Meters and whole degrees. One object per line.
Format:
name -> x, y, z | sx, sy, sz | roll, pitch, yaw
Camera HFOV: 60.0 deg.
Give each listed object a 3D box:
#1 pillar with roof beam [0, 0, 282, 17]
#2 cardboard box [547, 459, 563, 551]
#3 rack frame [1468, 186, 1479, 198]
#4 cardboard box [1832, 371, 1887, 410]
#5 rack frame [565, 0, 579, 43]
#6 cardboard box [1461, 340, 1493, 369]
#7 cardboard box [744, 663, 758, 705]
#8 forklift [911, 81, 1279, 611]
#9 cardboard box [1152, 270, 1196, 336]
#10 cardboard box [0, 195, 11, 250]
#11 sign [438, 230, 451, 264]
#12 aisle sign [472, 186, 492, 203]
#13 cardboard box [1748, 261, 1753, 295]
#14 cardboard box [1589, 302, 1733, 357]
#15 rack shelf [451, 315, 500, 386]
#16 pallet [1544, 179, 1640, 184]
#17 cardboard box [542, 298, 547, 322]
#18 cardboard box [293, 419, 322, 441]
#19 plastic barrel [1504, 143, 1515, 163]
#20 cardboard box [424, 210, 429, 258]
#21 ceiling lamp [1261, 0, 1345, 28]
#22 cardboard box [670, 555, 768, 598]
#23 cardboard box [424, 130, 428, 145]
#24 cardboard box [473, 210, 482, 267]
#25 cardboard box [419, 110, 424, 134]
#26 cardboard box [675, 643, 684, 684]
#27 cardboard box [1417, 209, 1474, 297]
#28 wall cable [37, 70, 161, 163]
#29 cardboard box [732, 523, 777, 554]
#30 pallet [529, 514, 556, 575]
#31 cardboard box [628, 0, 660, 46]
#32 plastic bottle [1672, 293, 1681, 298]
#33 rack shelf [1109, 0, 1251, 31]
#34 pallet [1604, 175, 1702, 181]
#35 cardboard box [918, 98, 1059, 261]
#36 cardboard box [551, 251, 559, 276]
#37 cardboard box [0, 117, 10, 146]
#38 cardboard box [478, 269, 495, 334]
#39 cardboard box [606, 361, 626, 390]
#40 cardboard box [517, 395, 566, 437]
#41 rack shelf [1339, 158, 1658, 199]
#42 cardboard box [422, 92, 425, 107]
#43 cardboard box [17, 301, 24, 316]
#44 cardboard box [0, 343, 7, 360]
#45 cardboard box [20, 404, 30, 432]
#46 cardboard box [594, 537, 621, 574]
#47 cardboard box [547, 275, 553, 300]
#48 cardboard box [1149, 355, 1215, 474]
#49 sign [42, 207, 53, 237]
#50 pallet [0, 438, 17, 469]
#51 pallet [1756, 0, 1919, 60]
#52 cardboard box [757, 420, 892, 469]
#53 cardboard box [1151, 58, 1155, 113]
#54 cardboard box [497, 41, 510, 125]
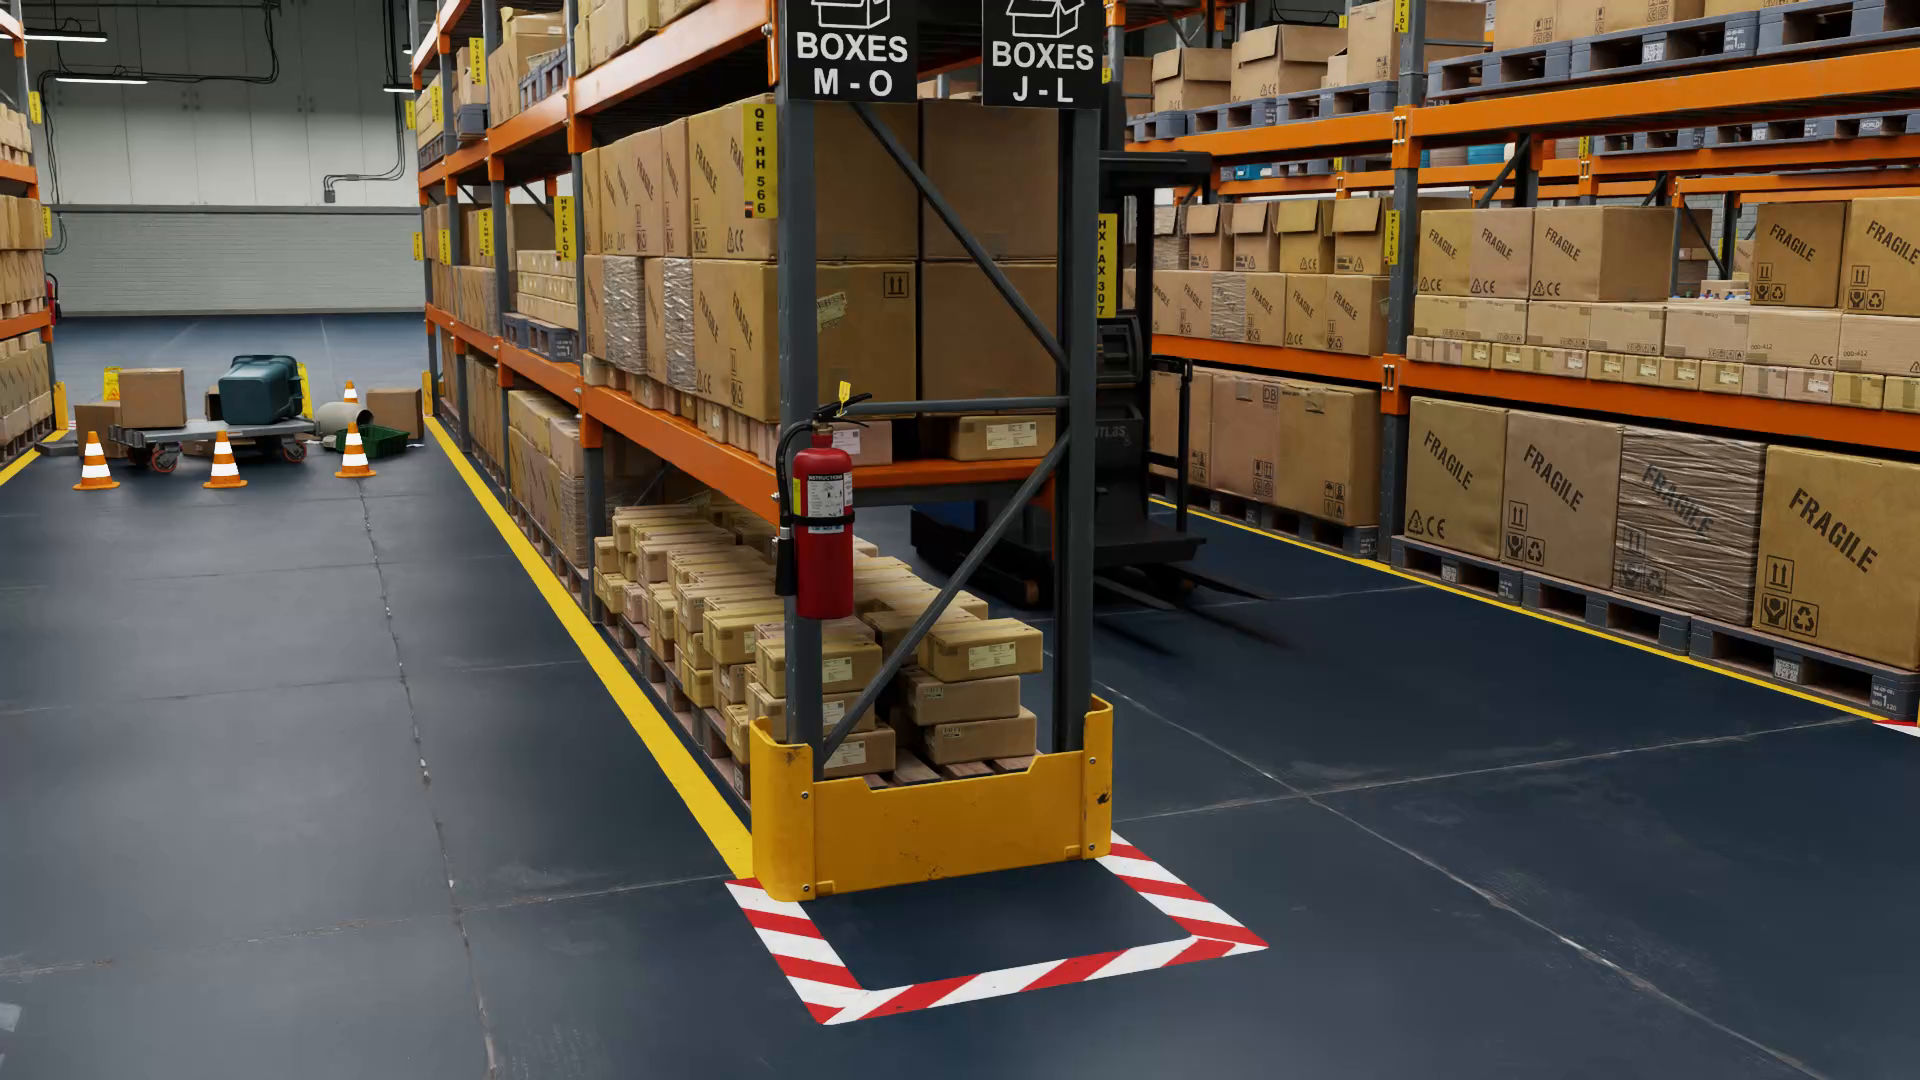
pillar with roof beam -> -22.503, -10.326, 43.775 | 9.100, 9.000, 0.548 | -4, 11, -21
cardboard box -> -2.194, -0.225, 10.060 | 0.500, 0.500, 0.500 | -4, 11, -22
rack frame -> 8.040, -3.946, 25.037 | 1.000, 3.000, 0.127 | -4, 11, -21
cardboard box -> 4.072, -0.662, 7.293 | 0.380, 0.149, 0.250 | -4, 11, -20
rack frame -> -1.506, -4.014, 8.292 | 1.000, 3.000, 0.127 | -4, 11, -21
cardboard box -> 3.142, -1.080, 9.643 | 0.380, 0.149, 0.250 | -4, 11, -19
cardboard box -> -0.558, 0.529, 5.975 | 0.380, 0.149, 0.250 | -4, 11, -22
forklift -> 0.725, -1.146, 9.495 | 1.130, 2.935, 3.031 | -4, 11, -23
cardboard box -> 1.816, -1.880, 13.140 | 0.500, 0.500, 0.500 | -4, 11, -22
cardboard box -> -9.104, -2.894, 15.135 | 0.700, 0.500, 0.500 | -4, 11, -21
sign -> -4.921, -2.796, 15.876 | 0.100, 0.325, 0.005 | -4, 11, -21
aisle sign -> -5.600, -4.330, 19.773 | 0.394, 0.787, 0.004 | -4, 11, -21
cardboard box -> 9.943, -3.130, 20.163 | 0.500, 0.500, 0.500 | -3, 11, -17
cardboard box -> 3.620, -1.091, 8.570 | 0.500, 0.250, 0.500 | -4, 11, -21
rack shelf -> -3.680, -1.686, 14.386 | 1.077, 0.370, 4.000 | -4, 11, -21
pallet -> 8.718, -5.062, 23.002 | 1.003, 0.211, 1.213 | -4, 11, -21
cardboard box -> -2.499, -1.494, 10.774 | 0.380, 0.149, 0.250 | -4, 11, -20
cardboard box -> -6.744, -1.184, 17.318 | 0.396, 0.266, 0.258 | -2, 10, -11
plastic barrel -> 5.642, -3.928, 16.765 | 0.301, 0.262, 0.301 | 0, 10, 0
cardboard box -> -5.756, -3.562, 19.367 | 0.875, 0.550, 0.550 | -4, 11, -21
ceiling lamp -> 6.383, -10.934, 30.527 | 2.000, 3.185, 0.800 | -4, 11, -21
cardboard box -> -1.031, 0.169, 7.145 | 0.380, 0.149, 0.250 | -4, 11, -21
cardboard box -> -5.571, -4.346, 17.956 | 0.380, 0.149, 0.250 | -4, 11, -21
cardboard box -> -4.031, -2.743, 15.137 | 0.700, 0.500, 0.500 | -4, 11, -22
cardboard box -> -5.733, -4.647, 18.508 | 0.500, 0.250, 0.500 | -4, 11, -22
cardboard box -> -0.977, 0.509, 6.933 | 0.380, 0.149, 0.250 | -4, 11, -20
cardboard box -> 3.089, -1.706, 9.885 | 0.500, 0.500, 0.500 | -4, 11, -21
wall cable -> -23.829, -11.747, 46.209 | 3.097, 2.526, 0.112 | -4, 11, -21
cardboard box -> -0.886, 0.012, 8.032 | 0.380, 0.149, 0.250 | -4, 11, -19
pallet -> -2.235, -0.014, 10.897 | 1.003, 0.211, 1.213 | -4, 11, -21
cardboard box -> -1.037, -2.118, 6.627 | 0.500, 0.250, 0.500 | -3, 11, -18
plastic bottle -> 6.417, -2.079, 14.912 | 0.097, 0.271, 0.097 | 0, 10, 0
rack shelf -> 2.429, -4.088, 11.902 | 1.077, 0.370, 4.000 | -4, 11, -21
pallet -> 9.156, -4.863, 21.885 | 1.003, 0.211, 1.213 | -4, 11, -21
cardboard box -> 0.029, -1.186, 5.531 | 0.500, 0.500, 0.500 | -4, 11, -21
cardboard box -> -2.305, -1.702, 10.245 | 0.380, 0.149, 0.250 | -4, 11, -23
cardboard box -> -9.436, -3.923, 15.922 | 0.500, 0.250, 0.500 | -4, 11, -20
cardboard box -> -3.548, -1.901, 13.255 | 0.500, 0.500, 0.500 | -4, 11, -21
cardboard box -> -1.545, -0.832, 8.252 | 0.380, 0.149, 0.250 | -4, 11, -19
cardboard box -> -2.747, -0.848, 11.420 | 0.500, 0.250, 0.500 | -4, 11, -22
rack shelf -> 5.596, -3.775, 17.567 | 1.077, 0.370, 4.000 | -4, 11, -21
cardboard box -> -5.570, -4.739, 17.886 | 0.380, 0.149, 0.250 | -4, 11, -22
cardboard box -> -9.567, -2.313, 16.576 | 0.380, 0.149, 0.250 | -4, 11, -21
cardboard box -> -8.933, -1.715, 15.155 | 0.380, 0.149, 0.250 | -4, 11, -20
cardboard box -> -9.342, -1.175, 16.113 | 0.500, 0.250, 0.500 | -4, 11, -22
cardboard box -> -1.672, 0.069, 8.557 | 0.380, 0.149, 0.250 | -3, 11, -18
cardboard box -> -2.398, -1.597, 10.504 | 0.380, 0.149, 0.250 | -3, 11, -19
cardboard box -> 1.935, -1.058, 13.673 | 1.225, 0.875, 0.875 | -4, 11, -24
sign -> -9.907, -3.446, 18.021 | 0.100, 0.325, 0.005 | -4, 11, -21
pallet -> -9.258, -0.770, 15.147 | 1.003, 0.211, 1.213 | -4, 11, -21
pallet -> 4.325, -2.260, 7.246 | 1.003, 0.211, 1.213 | -4, 11, -21
cardboard box -> -0.438, -0.319, 5.367 | 0.380, 0.149, 0.250 | -4, 11, -21
cardboard box -> 1.774, -3.877, 14.372 | 0.500, 0.500, 0.500 | -4, 11, -20
cardboard box -> -2.808, -3.048, 11.141 | 0.500, 0.500, 0.500 | -4, 11, -21
